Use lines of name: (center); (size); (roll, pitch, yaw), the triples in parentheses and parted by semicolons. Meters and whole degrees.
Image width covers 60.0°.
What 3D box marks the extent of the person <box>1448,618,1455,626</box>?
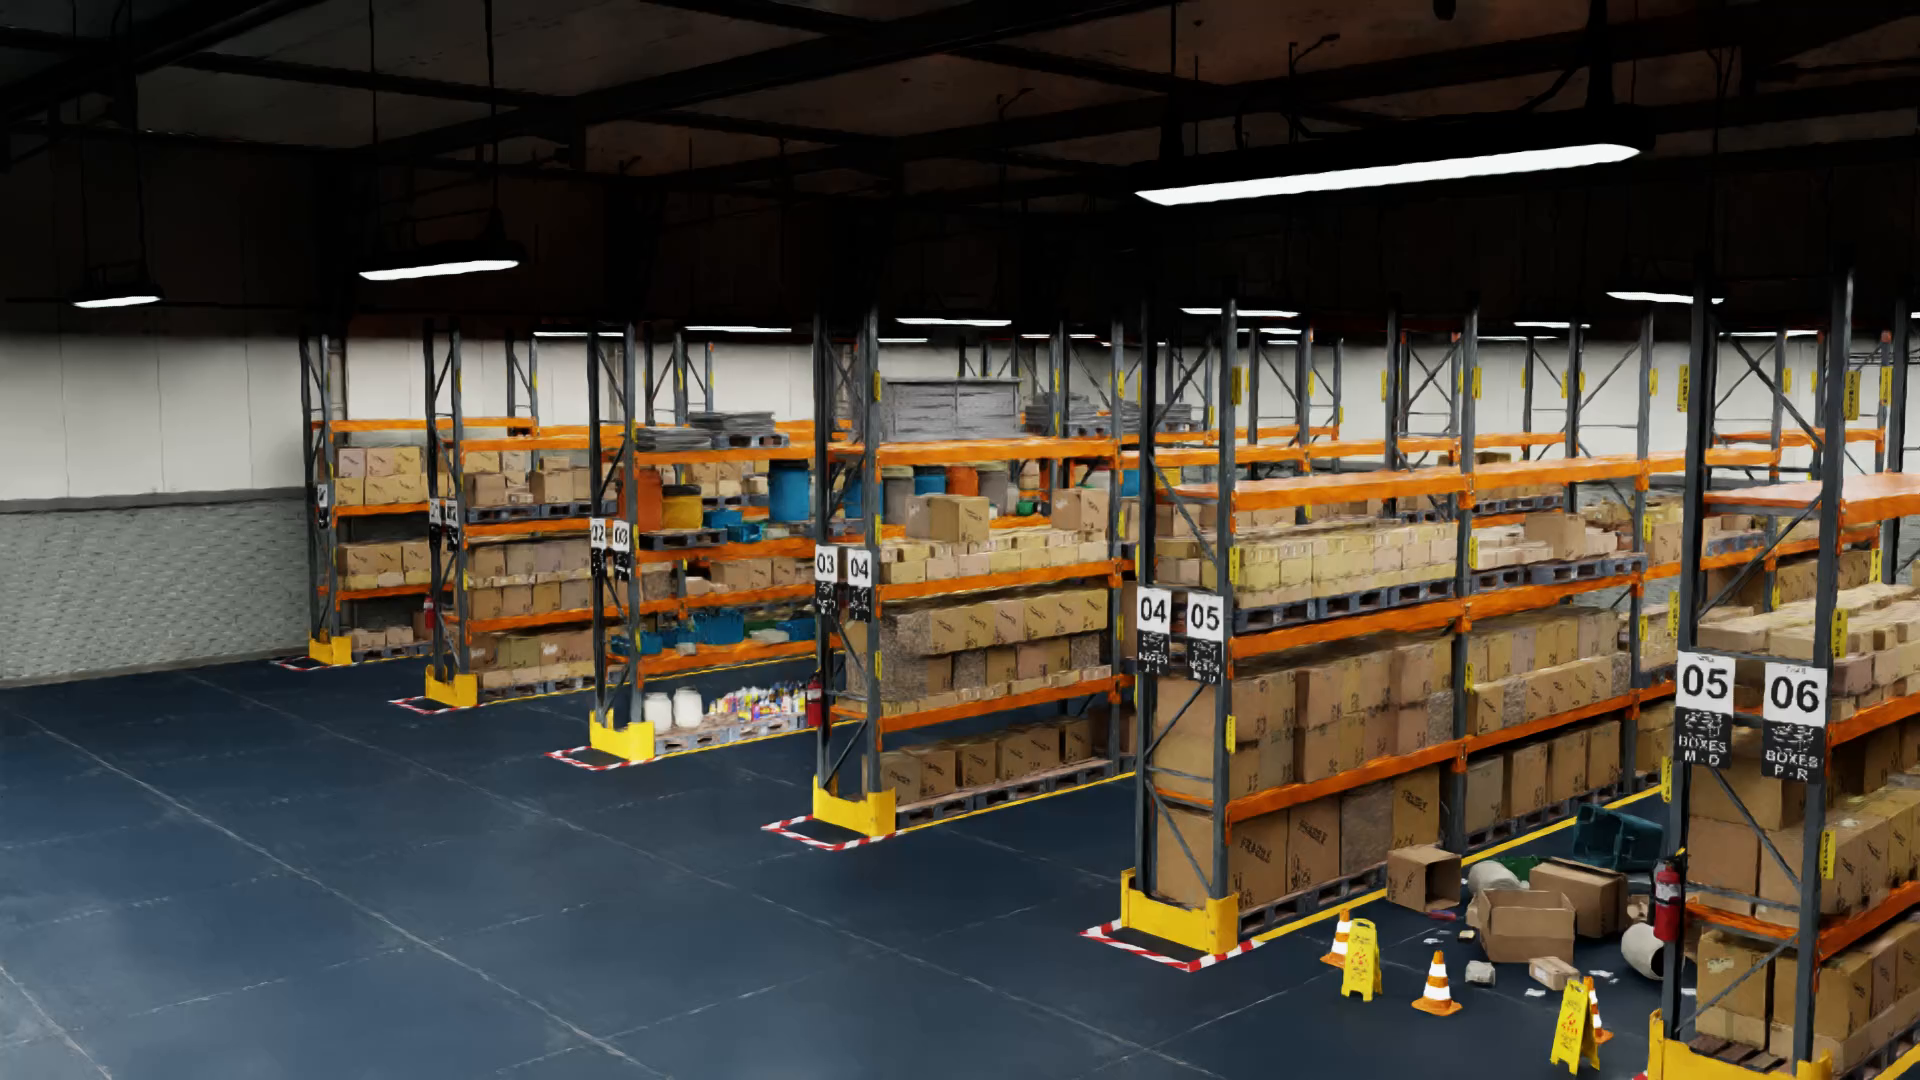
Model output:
person: (7.052, 1.929, 23.639); (1.126, 1.675, 0.542); (-5, 8, -40)
